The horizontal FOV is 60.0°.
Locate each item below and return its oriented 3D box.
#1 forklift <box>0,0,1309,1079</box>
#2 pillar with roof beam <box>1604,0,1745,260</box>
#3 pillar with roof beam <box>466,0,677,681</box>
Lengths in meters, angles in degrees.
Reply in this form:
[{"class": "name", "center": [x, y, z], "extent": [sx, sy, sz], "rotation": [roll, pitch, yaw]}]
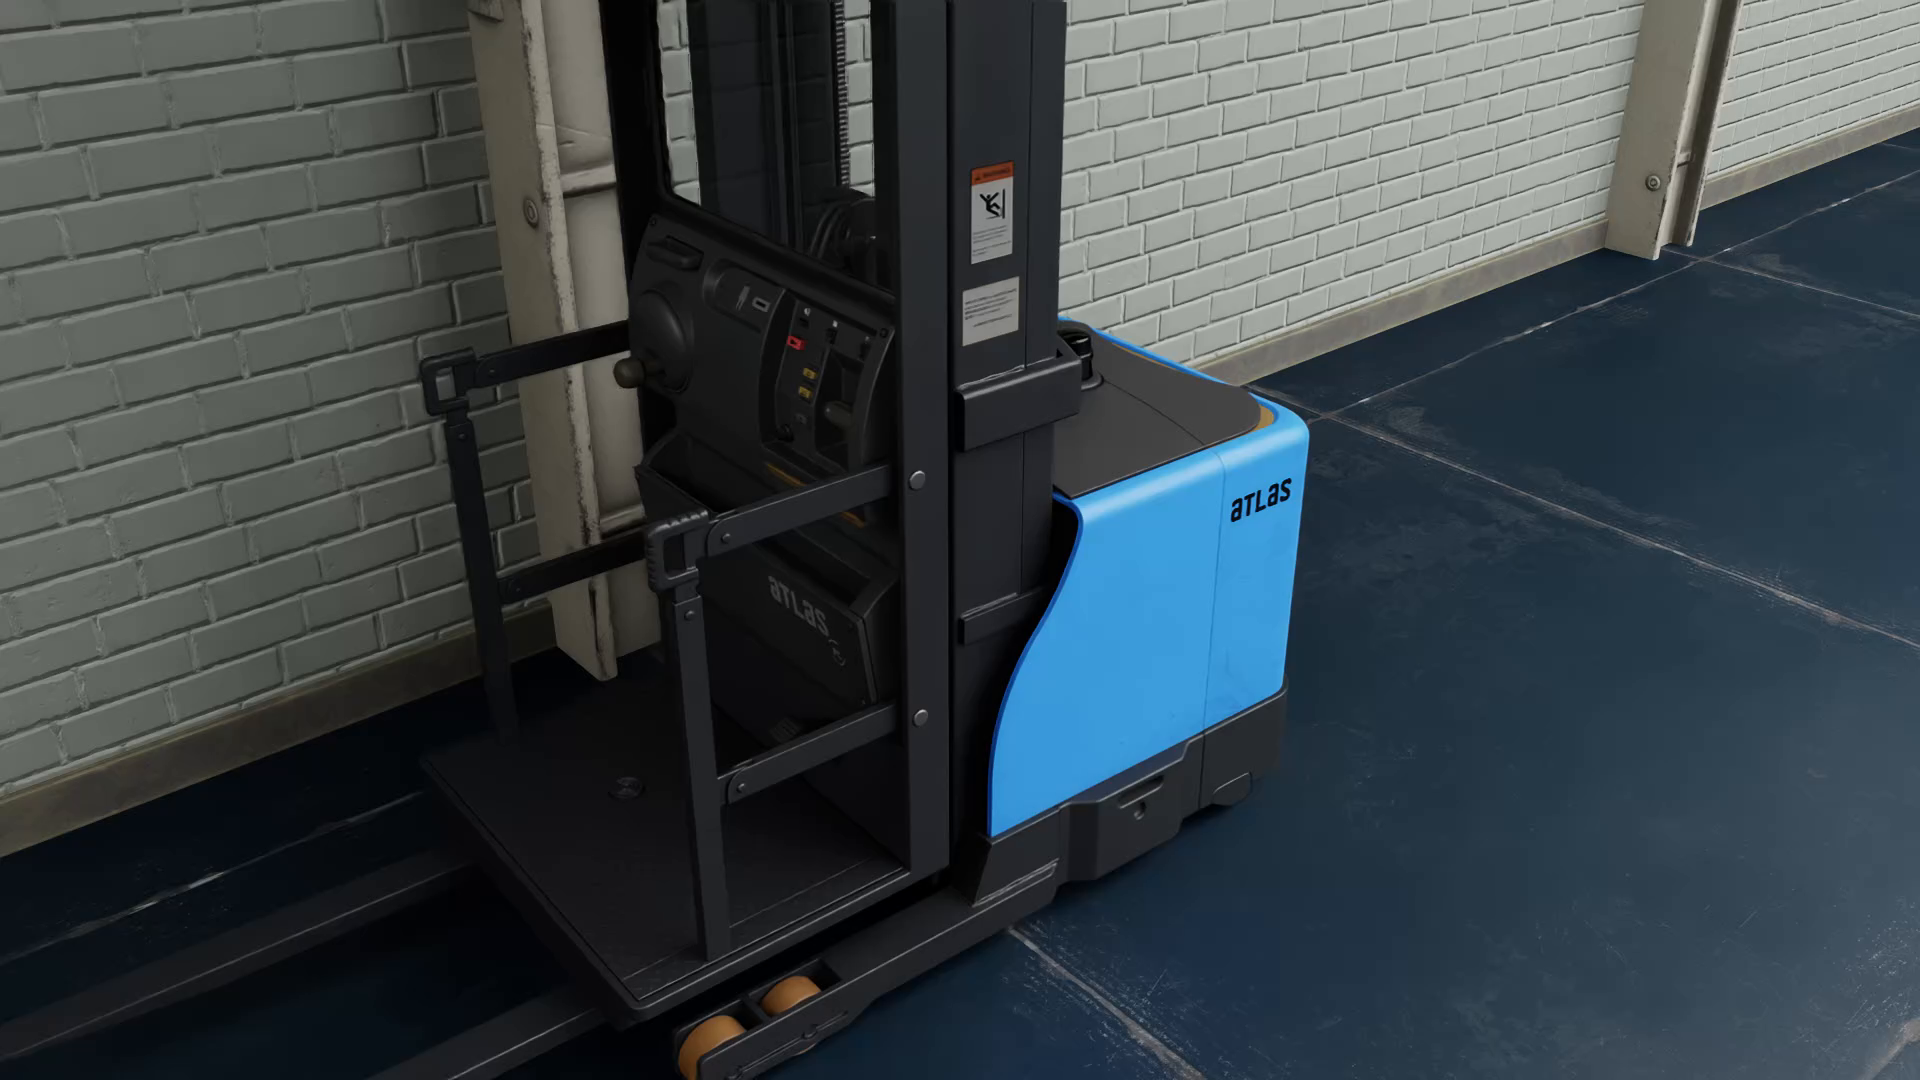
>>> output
[{"class": "forklift", "center": [-0.601, -0.391, 3.372], "extent": [3.031, 2.935, 1.130], "rotation": [-21, 34, -33]}, {"class": "pillar with roof beam", "center": [6.342, -3.953, 3.599], "extent": [0.400, 9.000, 9.100], "rotation": [-22, 35, -35]}, {"class": "pillar with roof beam", "center": [1.777, -2.117, 0.164], "extent": [0.400, 9.000, 9.100], "rotation": [-22, 35, -35]}]
